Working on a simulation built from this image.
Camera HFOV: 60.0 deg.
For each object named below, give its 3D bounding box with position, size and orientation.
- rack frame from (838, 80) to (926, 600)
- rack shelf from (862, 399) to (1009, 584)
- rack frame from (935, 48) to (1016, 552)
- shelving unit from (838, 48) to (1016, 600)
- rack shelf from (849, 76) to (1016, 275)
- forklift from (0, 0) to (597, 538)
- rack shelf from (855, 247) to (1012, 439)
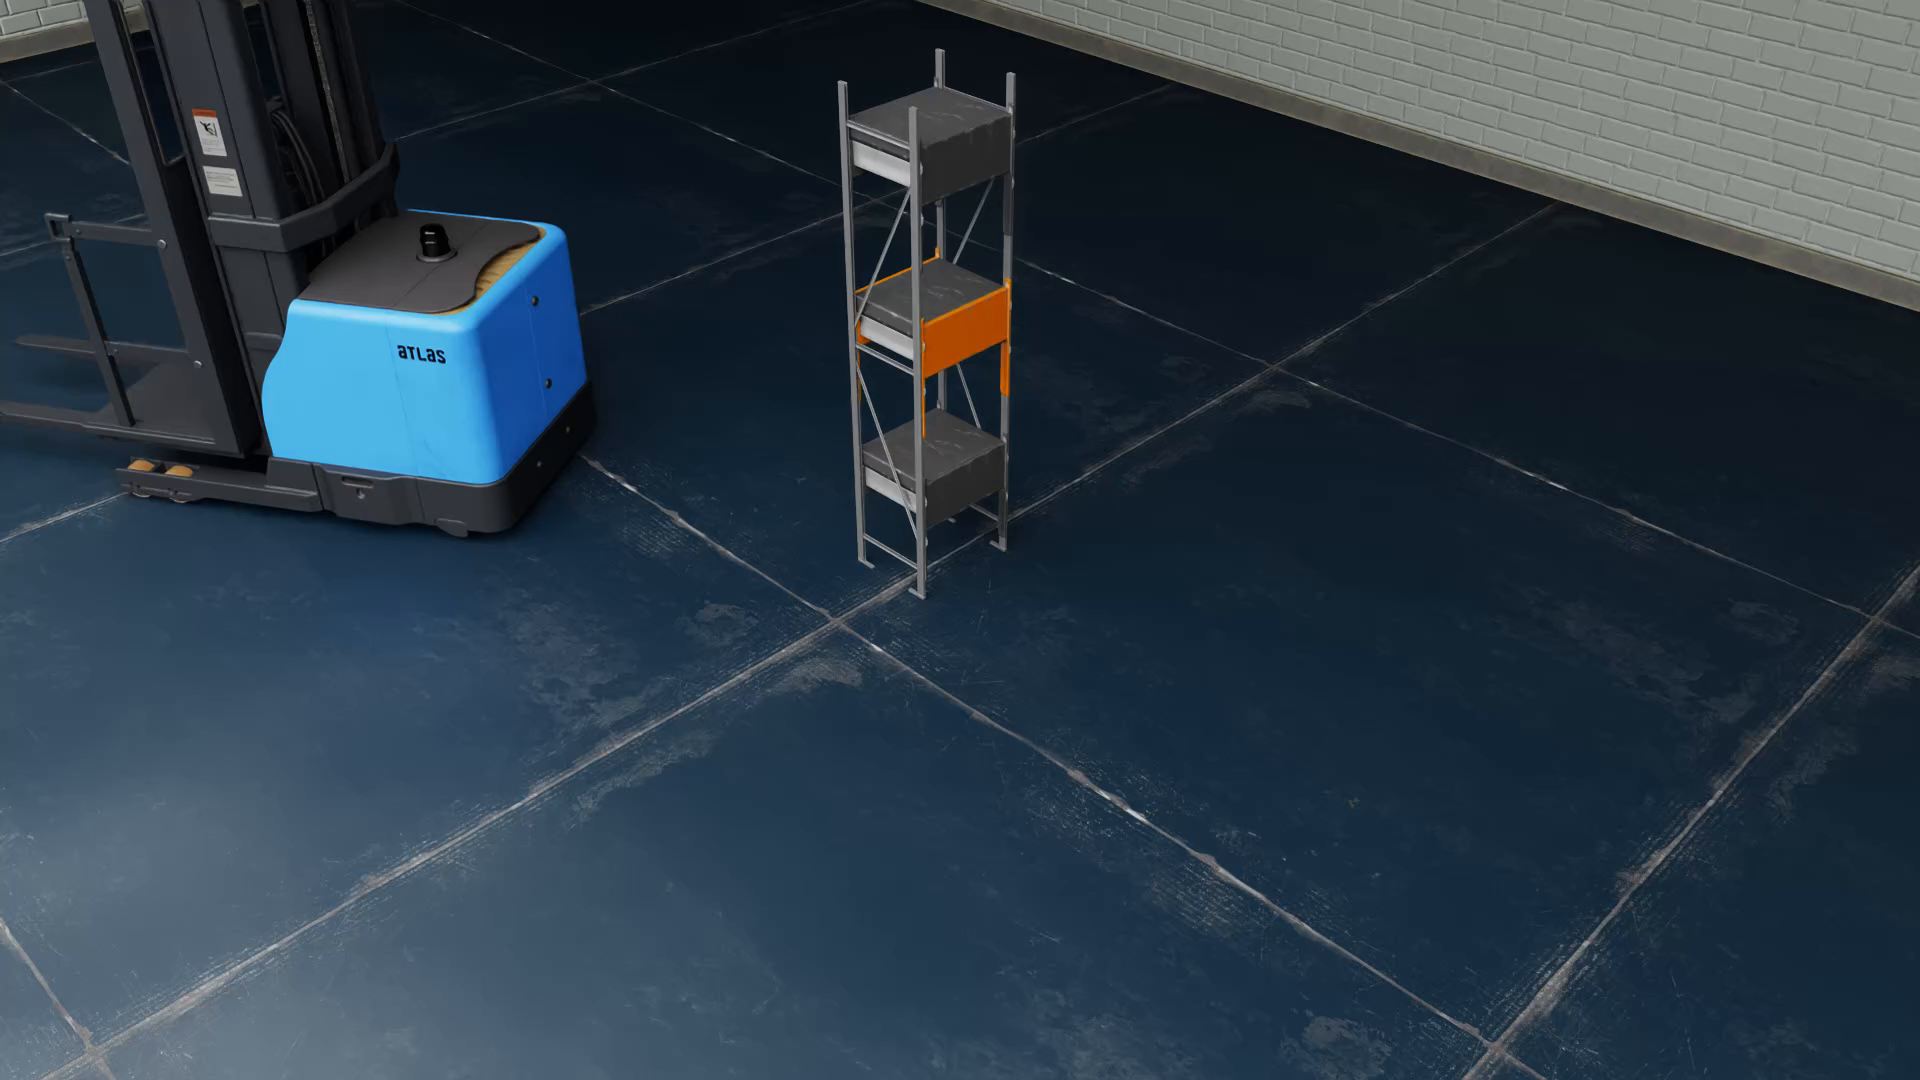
[{"bbox_3d":[-0.289,-0.695,6.411,0.400,2.100,0.015,30,45,35],"label":"rack frame"},{"bbox_3d":[-0.117,-0.209,6.961,0.431,0.518,0.480,30,45,35],"label":"rack shelf"},{"bbox_3d":[0.055,-0.893,6.695,0.400,2.100,0.015,30,45,35],"label":"rack frame"},{"bbox_3d":[-0.117,-0.794,6.553,0.431,2.100,0.503,30,45,35],"label":"shelving unit"},{"bbox_3d":[-0.117,-1.357,6.160,0.431,0.518,0.480,30,45,35],"label":"rack shelf"},{"bbox_3d":[-3.304,-1.654,7.059,3.031,2.935,1.130,8,36,11],"label":"forklift"},{"bbox_3d":[-0.117,-0.783,6.561,0.431,0.518,0.480,30,45,35],"label":"rack shelf"}]
